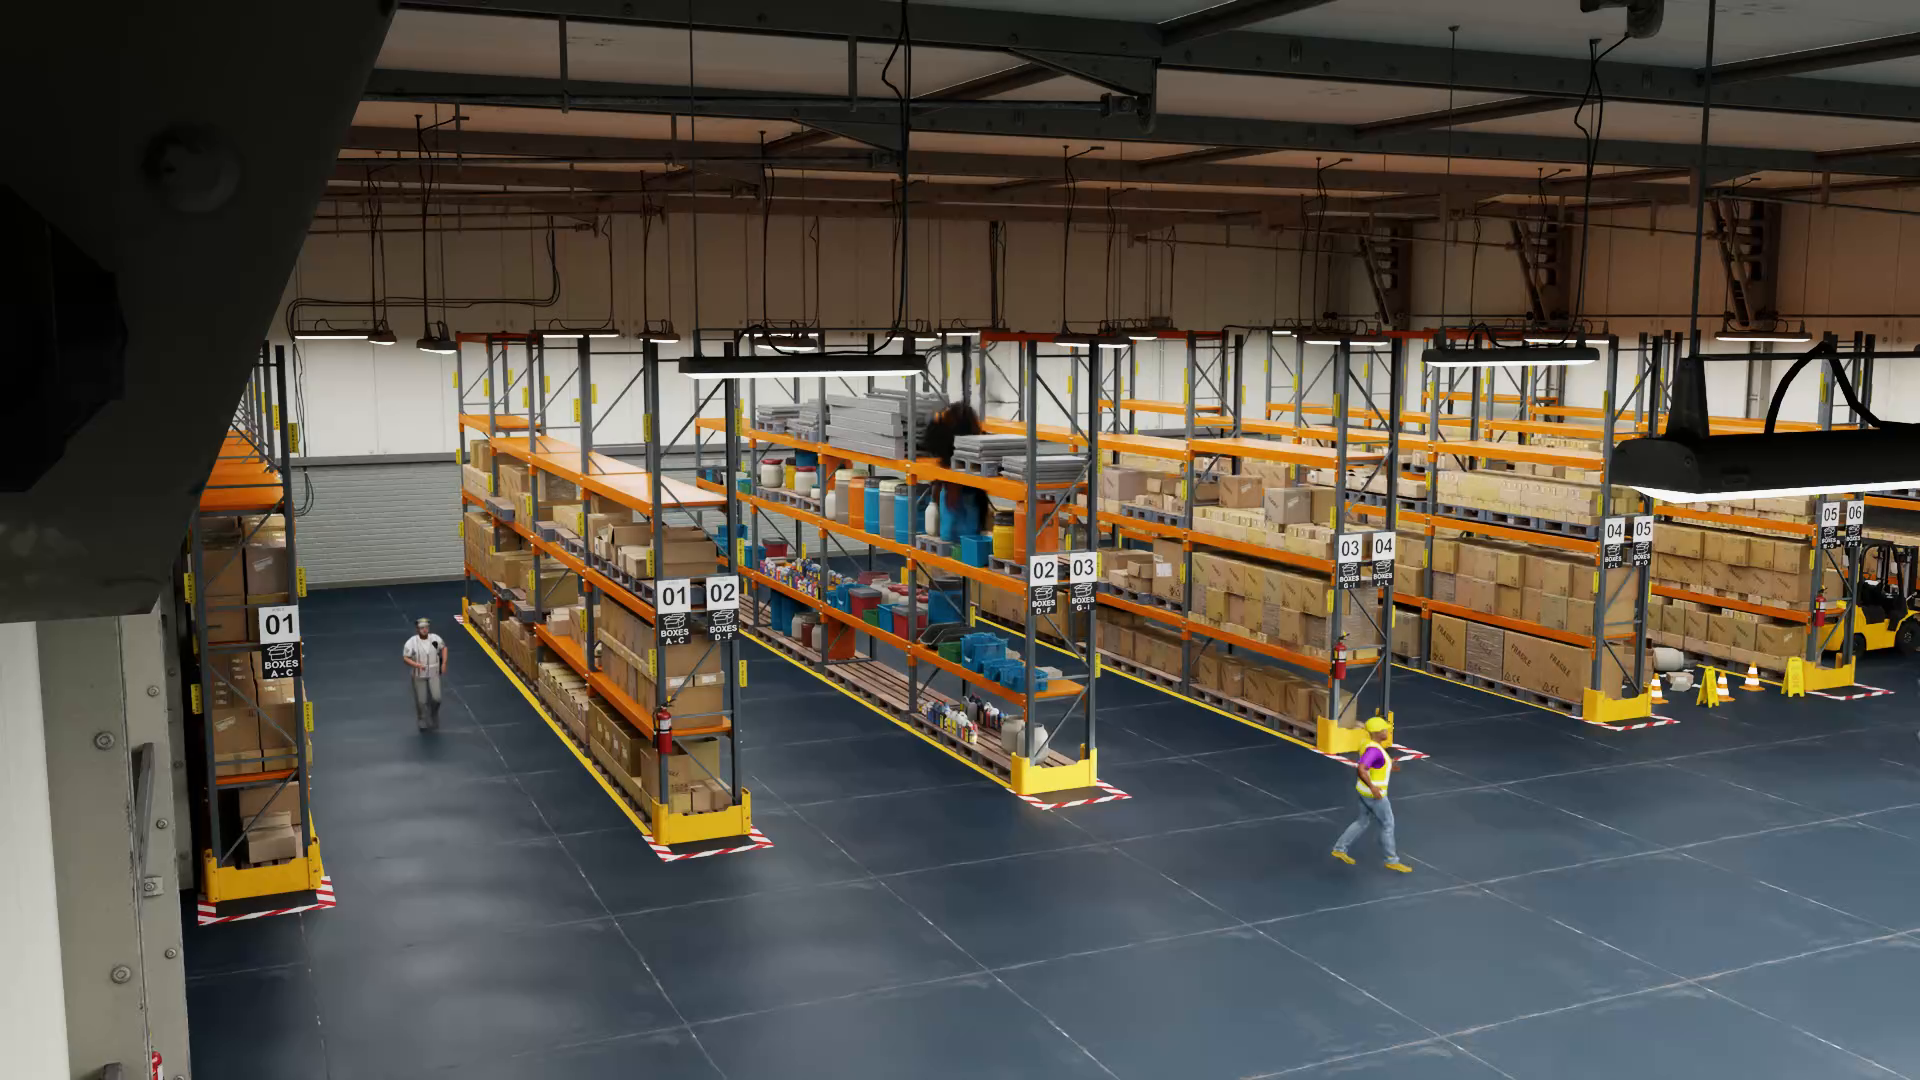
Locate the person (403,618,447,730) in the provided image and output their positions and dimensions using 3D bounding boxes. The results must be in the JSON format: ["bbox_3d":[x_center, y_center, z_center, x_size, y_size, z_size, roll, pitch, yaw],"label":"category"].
[{"bbox_3d":[-8.116,2.058,25.346,0.684,1.776,0.658,-4,9,-28],"label":"person"}]

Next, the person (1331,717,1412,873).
[{"bbox_3d":[4.706,2.889,18.933,0.896,1.776,0.697,0,8,-2],"label":"person"}]
